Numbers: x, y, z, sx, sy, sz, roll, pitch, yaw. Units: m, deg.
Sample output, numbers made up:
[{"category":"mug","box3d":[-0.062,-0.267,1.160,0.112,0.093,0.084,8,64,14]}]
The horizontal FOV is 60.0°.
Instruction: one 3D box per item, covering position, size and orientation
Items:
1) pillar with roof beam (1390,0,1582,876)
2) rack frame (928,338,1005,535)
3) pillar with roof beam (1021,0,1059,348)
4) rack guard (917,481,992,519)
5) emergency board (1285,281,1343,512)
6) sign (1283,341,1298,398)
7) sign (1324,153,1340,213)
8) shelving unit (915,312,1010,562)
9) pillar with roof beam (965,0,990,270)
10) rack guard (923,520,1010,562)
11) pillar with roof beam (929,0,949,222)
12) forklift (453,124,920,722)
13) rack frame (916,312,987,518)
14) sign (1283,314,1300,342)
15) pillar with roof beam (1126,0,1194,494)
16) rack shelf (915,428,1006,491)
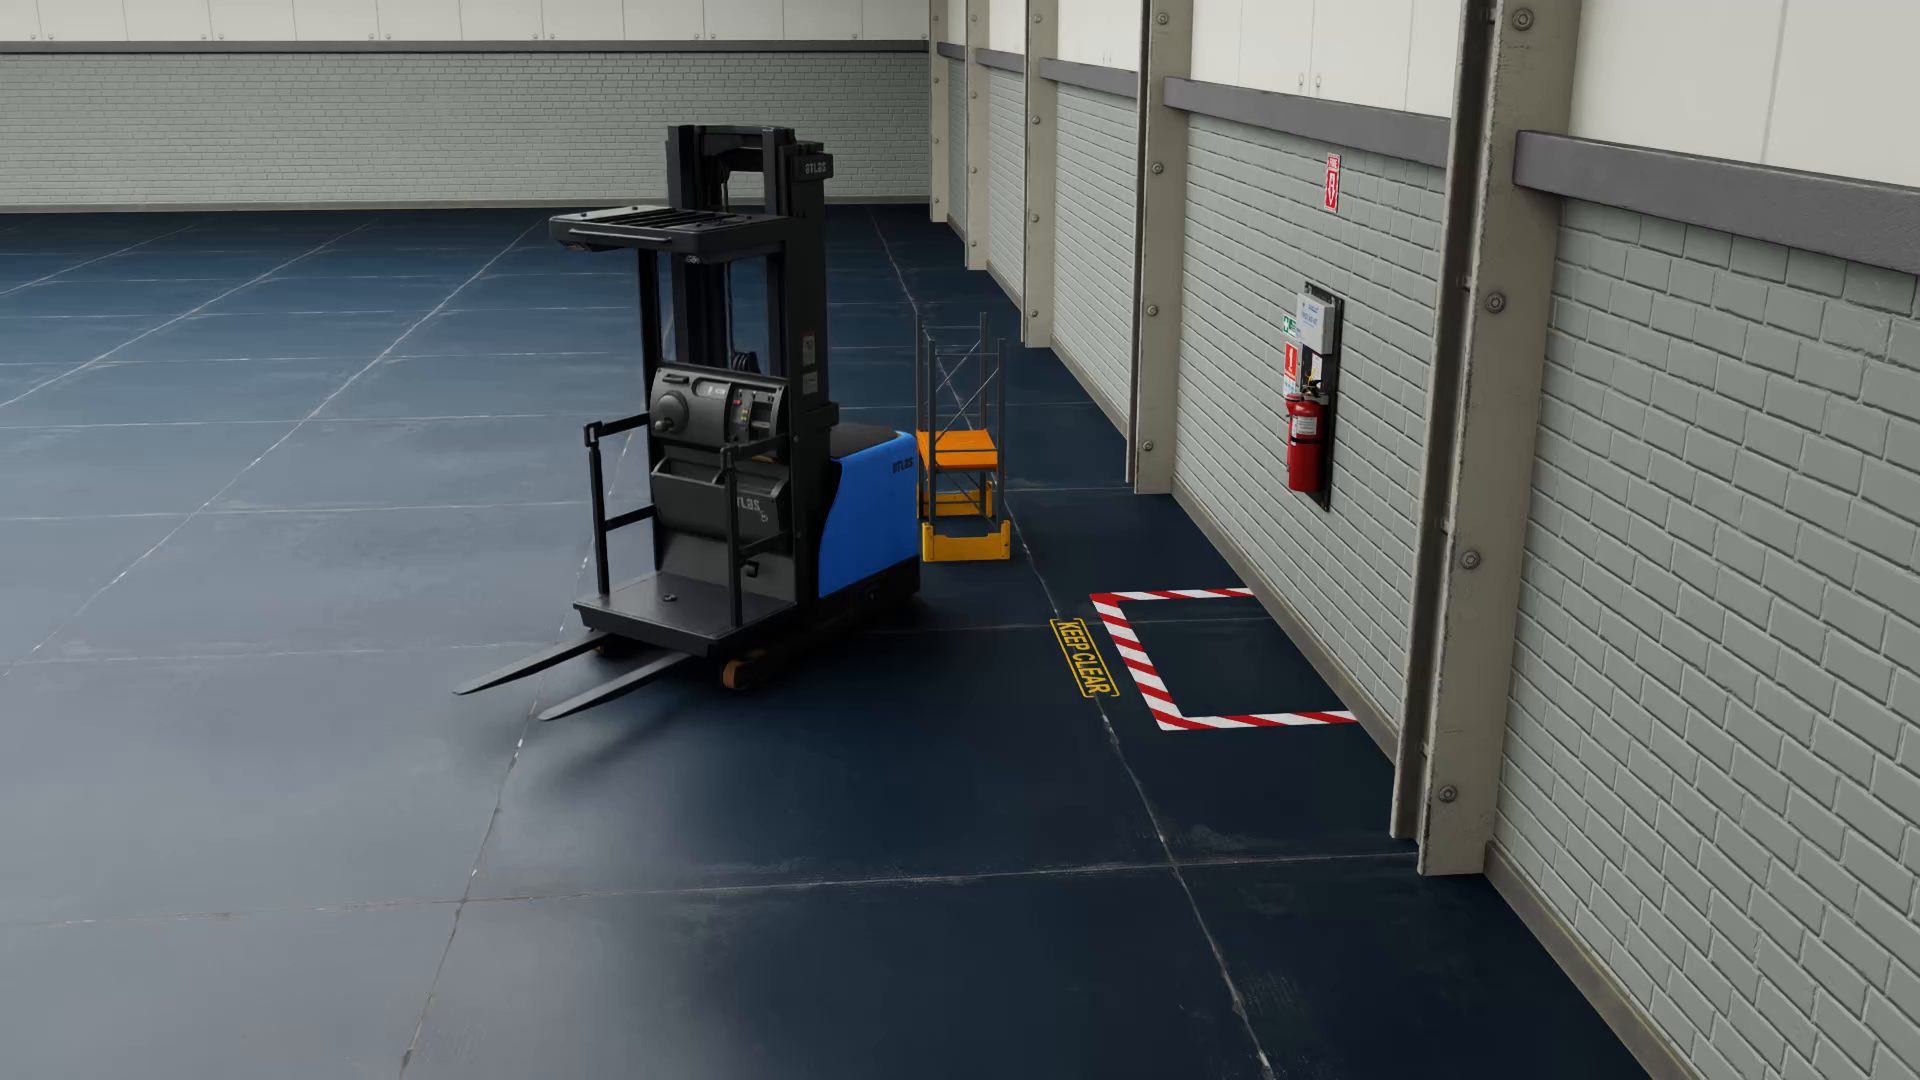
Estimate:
[{"category":"pillar with roof beam","box3d":[-2.177,-2.789,5.538,9.100,9.000,0.400,-2,18,-6]},{"category":"rack frame","box3d":[0.044,-0.590,11.051,0.500,1.500,0.032,-2,18,-6]},{"category":"pillar with roof beam","box3d":[-3.415,-6.364,16.926,9.100,9.000,0.400,-2,18,-6]},{"category":"rack guard","box3d":[-0.059,-0.290,12.185,0.587,0.250,0.087,-2,18,-6]},{"category":"emergency board","box3d":[1.888,-0.797,9.209,0.194,1.169,0.643,-2,18,-6]},{"category":"sign","box3d":[1.934,-0.982,9.739,0.001,0.329,0.234,-2,18,-6]},{"category":"sign","box3d":[1.986,-1.909,8.879,0.001,0.298,0.199,-2,18,-6]},{"category":"shelving unit","box3d":[-0.008,-0.738,11.525,0.587,1.500,1.083,-2,18,-6]},{"category":"pillar with roof beam","box3d":[-4.034,-8.152,22.620,9.100,9.000,0.400,-2,18,-6]},{"category":"rack guard","box3d":[0.043,0.006,11.239,0.587,0.250,0.087,-2,18,-6]},{"category":"pillar with roof beam","box3d":[-4.652,-9.940,28.314,9.100,9.000,0.400,-2,18,-6]},{"category":"forklift","box3d":[-1.477,-0.737,9.132,1.130,2.935,3.031,11,21,31]},{"category":"rack frame","box3d":[-0.061,-0.892,12.016,0.500,1.500,0.032,-2,18,-6]},{"category":"sign","box3d":[1.925,-1.234,9.654,0.001,0.109,0.331,-2,18,-6]},{"category":"pillar with roof beam","box3d":[-2.796,-4.577,11.232,9.100,9.000,0.400,-2,18,-6]},{"category":"rack shelf","box3d":[-0.009,-0.569,11.587,0.538,0.185,1.000,-2,18,-6]}]
